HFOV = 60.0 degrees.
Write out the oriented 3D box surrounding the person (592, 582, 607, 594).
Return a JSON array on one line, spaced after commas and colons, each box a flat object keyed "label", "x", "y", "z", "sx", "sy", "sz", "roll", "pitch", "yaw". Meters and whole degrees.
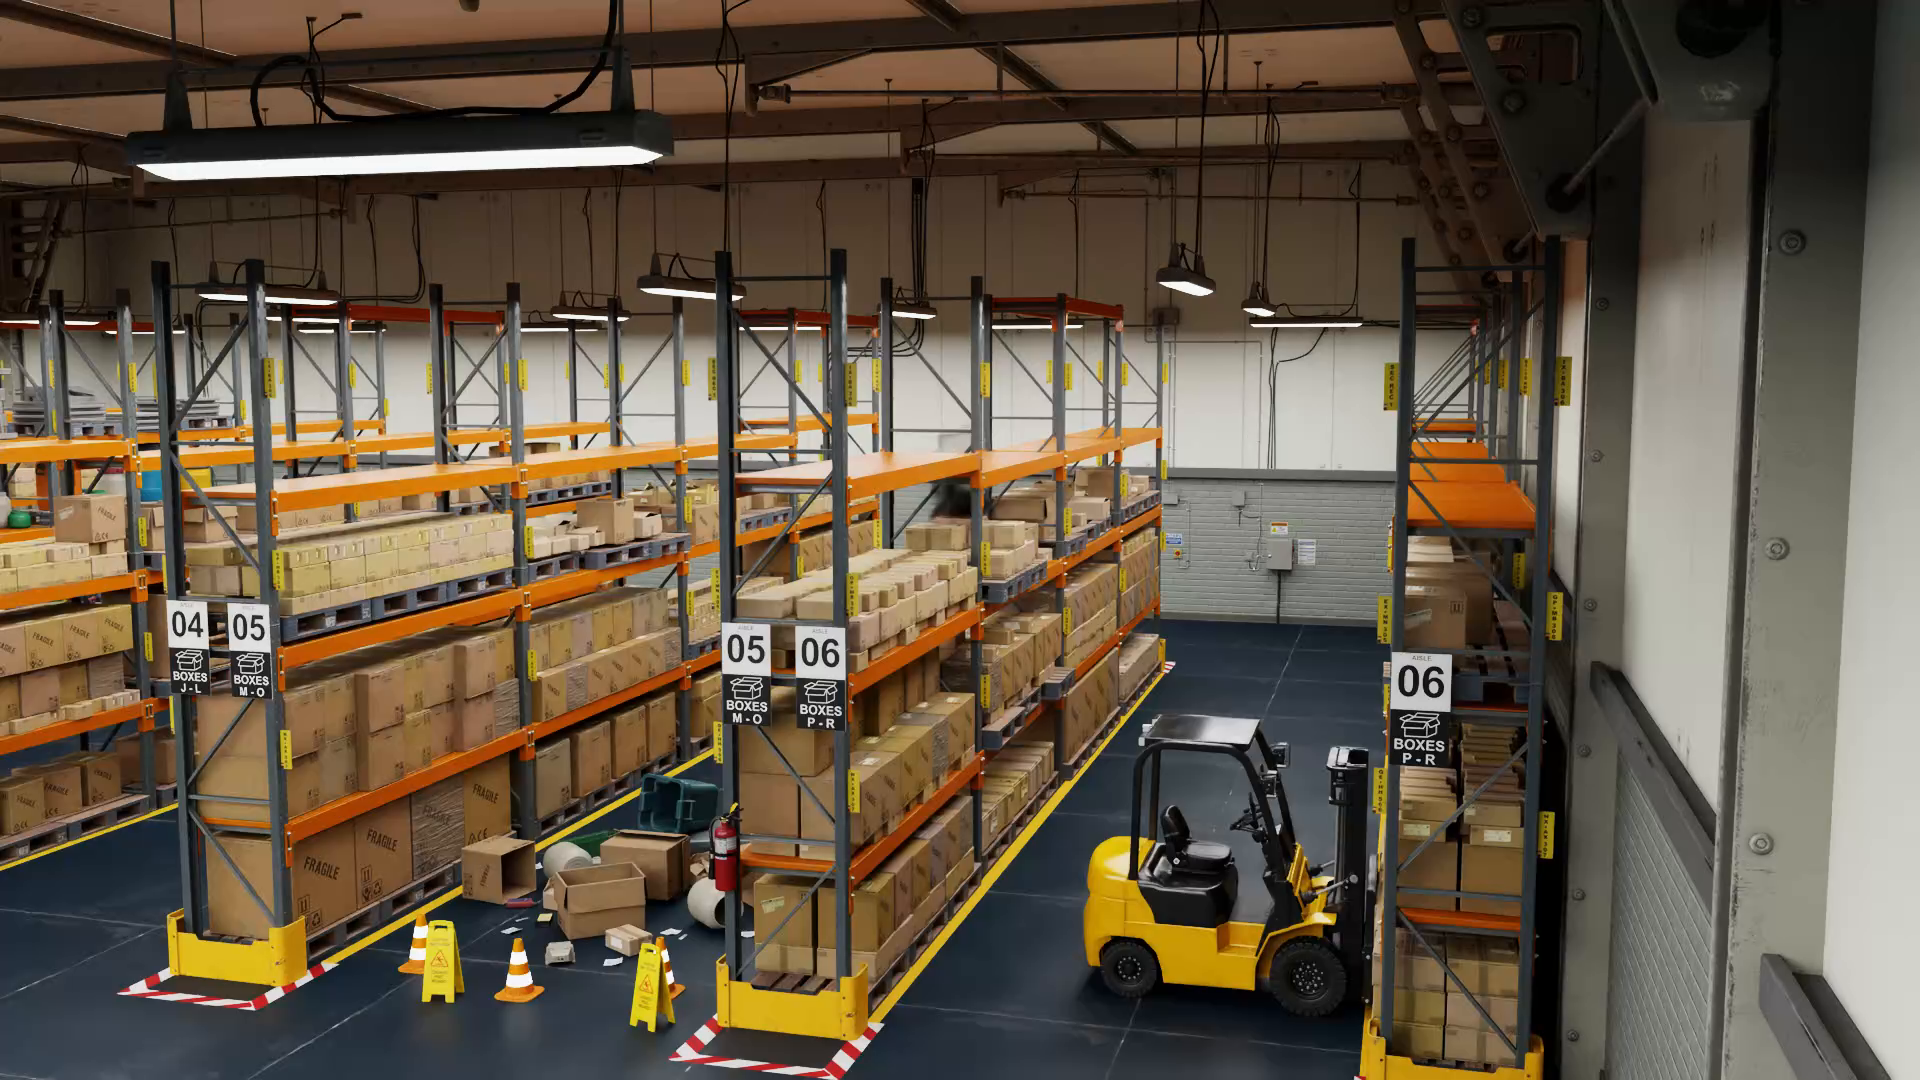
[{"label": "person", "x": -5.783, "y": 1.452, "z": 27.116, "sx": 0.638, "sy": 1.712, "sz": 0.723, "roll": 2, "pitch": 6, "yaw": 20}]
